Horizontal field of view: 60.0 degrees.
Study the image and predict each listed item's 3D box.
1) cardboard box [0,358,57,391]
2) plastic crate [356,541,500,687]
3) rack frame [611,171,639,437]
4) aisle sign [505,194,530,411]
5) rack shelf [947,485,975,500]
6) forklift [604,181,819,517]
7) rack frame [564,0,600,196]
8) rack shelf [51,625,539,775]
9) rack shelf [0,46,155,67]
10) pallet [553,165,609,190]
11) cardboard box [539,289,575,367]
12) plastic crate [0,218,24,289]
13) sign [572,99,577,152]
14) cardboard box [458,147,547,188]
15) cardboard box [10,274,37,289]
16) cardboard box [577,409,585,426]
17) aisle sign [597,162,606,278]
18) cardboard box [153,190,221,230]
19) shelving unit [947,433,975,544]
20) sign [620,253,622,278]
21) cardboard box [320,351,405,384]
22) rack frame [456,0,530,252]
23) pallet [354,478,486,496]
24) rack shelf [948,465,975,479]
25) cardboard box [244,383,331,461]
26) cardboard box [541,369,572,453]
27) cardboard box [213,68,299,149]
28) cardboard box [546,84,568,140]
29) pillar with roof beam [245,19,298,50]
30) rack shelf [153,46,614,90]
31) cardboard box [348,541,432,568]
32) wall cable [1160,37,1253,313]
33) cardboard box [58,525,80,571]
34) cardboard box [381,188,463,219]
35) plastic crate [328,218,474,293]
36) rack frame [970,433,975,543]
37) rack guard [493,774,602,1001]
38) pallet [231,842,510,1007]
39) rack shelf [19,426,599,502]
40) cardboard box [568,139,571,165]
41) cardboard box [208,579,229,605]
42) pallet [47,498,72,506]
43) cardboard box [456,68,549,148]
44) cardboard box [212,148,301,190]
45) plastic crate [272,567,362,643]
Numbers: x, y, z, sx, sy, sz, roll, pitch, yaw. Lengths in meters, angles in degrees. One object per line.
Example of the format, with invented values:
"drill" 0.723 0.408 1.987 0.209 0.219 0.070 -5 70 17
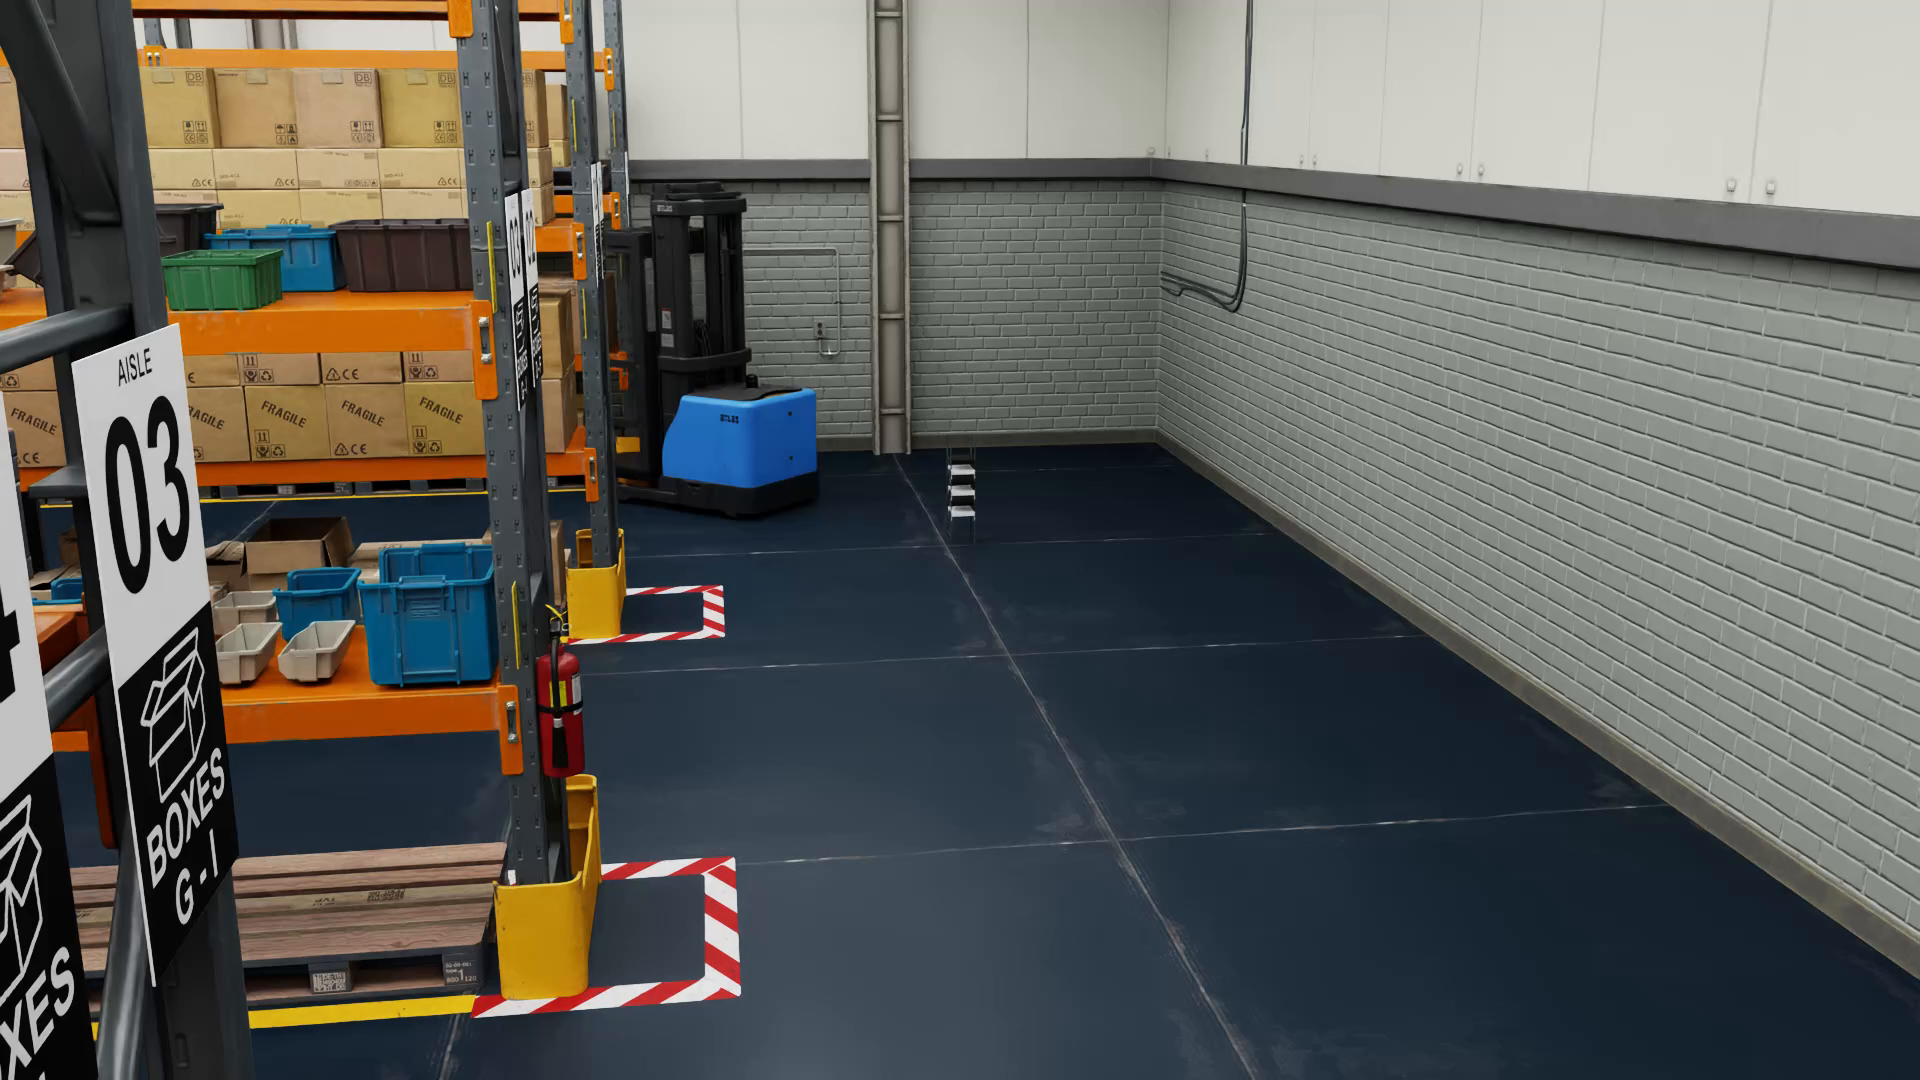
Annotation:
"cardboard box" -5.988 -1.253 10.791 0.500 0.500 0.500 -2 14 -7
"plastic crate" -2.110 0.287 6.713 0.499 0.435 0.616 -2 14 -8
"rack frame" -3.283 -2.106 16.455 0.127 3.000 1.000 -2 14 -8
"aisle sign" -1.692 -0.917 6.366 0.004 0.787 0.394 -2 14 -8
"rack shelf" 0.008 -0.404 14.122 0.200 0.077 0.258 -2 14 -8
"forklift" -2.833 -1.878 15.684 3.031 2.935 1.130 9 17 32
"rack frame" -2.541 -3.825 10.974 0.127 3.000 1.000 -2 14 -8
"rack shelf" -3.784 0.698 6.751 4.000 0.370 1.077 -2 14 -8
"rack shelf" -9.216 -4.256 14.994 4.000 0.370 1.077 -2 14 -8
"pallet" -4.015 -3.489 15.983 1.213 0.211 1.003 -2 14 -8
"cardboard box" -3.019 -1.496 11.759 0.500 0.500 0.500 -2 14 -7
"plastic crate" -4.044 -1.115 6.578 0.530 0.282 0.437 -2 14 -8
"sign" -2.478 -2.665 10.696 0.005 0.325 0.100 -2 14 -8
"cardboard box" -3.011 -2.460 10.978 0.500 0.250 0.500 -2 14 -8
"cardboard box" -8.673 -2.415 15.284 0.500 0.250 0.500 -2 14 -7
"cardboard box" -3.960 -1.048 16.511 0.500 0.500 0.700 -2 14 -8
"aisle sign" -2.517 -2.249 11.679 0.004 0.787 0.394 -2 14 -8
"cardboard box" -4.989 -2.145 10.752 0.500 0.250 0.500 -2 14 -8
"shelving unit" 0.008 -0.437 14.114 0.210 0.900 0.258 -2 14 -8
"sign" -3.216 -2.652 15.763 0.005 0.325 0.100 -2 14 -8
"cardboard box" -3.952 -1.328 11.089 0.500 0.500 0.500 -2 14 -7
"rack frame" -1.807 -2.633 6.223 0.127 3.000 1.000 -2 14 -8
"pallet" -5.265 -0.663 16.430 1.213 0.211 1.003 -2 14 -8
"rack shelf" 0.008 -0.579 14.078 0.200 0.077 0.258 -2 14 -8
"cardboard box" -4.448 -0.827 11.148 0.500 0.500 0.500 -2 14 -9
"cardboard box" -2.943 -0.882 11.366 0.500 0.500 0.500 -2 14 -7
"cardboard box" -4.540 -2.844 10.967 0.500 0.500 0.700 -2 14 -8
"cardboard box" -3.966 -4.012 15.586 0.500 0.500 0.500 -2 14 -8
"pillar with roof beam" -6.033 -4.069 11.949 0.400 9.000 9.100 -2 14 -8
"rack shelf" -5.260 -4.401 15.572 4.000 0.370 1.077 -2 14 -8
"cardboard box" -4.110 0.193 12.034 0.500 0.250 0.500 -2 14 -8
"wall cable" 2.363 -3.629 16.577 0.112 2.526 3.097 -2 14 -8
"cardboard box" -5.975 0.140 11.731 0.500 0.500 0.500 -2 14 -8
"cardboard box" -3.506 -2.200 10.969 0.500 0.250 0.500 -2 14 -8
"plastic crate" -2.229 -1.168 6.815 0.590 0.269 0.497 -2 14 -8
"rack frame" 0.109 -0.440 14.128 0.006 0.900 0.240 -2 14 -8
"rack guard" -1.785 1.485 7.273 0.348 0.500 1.175 -2 14 -8
"pallet" -2.628 1.650 7.210 1.213 0.211 1.003 -2 14 -8
"rack shelf" -4.519 -0.494 11.503 4.000 0.370 1.077 -2 14 -8
"cardboard box" -4.041 -3.773 16.175 0.500 0.250 0.500 -1 14 -5
"cardboard box" -5.195 0.394 11.405 0.250 0.166 0.380 -2 14 -8
"pallet" -7.990 -0.563 16.032 1.213 0.211 1.003 -2 14 -8
"cardboard box" -3.047 -2.881 11.116 0.500 0.500 0.700 -2 14 -8
"cardboard box" -4.494 -2.405 10.758 0.500 0.250 0.500 -2 14 -8
"plastic crate" -2.751 0.282 7.151 0.300 0.233 0.416 -2 14 -8
